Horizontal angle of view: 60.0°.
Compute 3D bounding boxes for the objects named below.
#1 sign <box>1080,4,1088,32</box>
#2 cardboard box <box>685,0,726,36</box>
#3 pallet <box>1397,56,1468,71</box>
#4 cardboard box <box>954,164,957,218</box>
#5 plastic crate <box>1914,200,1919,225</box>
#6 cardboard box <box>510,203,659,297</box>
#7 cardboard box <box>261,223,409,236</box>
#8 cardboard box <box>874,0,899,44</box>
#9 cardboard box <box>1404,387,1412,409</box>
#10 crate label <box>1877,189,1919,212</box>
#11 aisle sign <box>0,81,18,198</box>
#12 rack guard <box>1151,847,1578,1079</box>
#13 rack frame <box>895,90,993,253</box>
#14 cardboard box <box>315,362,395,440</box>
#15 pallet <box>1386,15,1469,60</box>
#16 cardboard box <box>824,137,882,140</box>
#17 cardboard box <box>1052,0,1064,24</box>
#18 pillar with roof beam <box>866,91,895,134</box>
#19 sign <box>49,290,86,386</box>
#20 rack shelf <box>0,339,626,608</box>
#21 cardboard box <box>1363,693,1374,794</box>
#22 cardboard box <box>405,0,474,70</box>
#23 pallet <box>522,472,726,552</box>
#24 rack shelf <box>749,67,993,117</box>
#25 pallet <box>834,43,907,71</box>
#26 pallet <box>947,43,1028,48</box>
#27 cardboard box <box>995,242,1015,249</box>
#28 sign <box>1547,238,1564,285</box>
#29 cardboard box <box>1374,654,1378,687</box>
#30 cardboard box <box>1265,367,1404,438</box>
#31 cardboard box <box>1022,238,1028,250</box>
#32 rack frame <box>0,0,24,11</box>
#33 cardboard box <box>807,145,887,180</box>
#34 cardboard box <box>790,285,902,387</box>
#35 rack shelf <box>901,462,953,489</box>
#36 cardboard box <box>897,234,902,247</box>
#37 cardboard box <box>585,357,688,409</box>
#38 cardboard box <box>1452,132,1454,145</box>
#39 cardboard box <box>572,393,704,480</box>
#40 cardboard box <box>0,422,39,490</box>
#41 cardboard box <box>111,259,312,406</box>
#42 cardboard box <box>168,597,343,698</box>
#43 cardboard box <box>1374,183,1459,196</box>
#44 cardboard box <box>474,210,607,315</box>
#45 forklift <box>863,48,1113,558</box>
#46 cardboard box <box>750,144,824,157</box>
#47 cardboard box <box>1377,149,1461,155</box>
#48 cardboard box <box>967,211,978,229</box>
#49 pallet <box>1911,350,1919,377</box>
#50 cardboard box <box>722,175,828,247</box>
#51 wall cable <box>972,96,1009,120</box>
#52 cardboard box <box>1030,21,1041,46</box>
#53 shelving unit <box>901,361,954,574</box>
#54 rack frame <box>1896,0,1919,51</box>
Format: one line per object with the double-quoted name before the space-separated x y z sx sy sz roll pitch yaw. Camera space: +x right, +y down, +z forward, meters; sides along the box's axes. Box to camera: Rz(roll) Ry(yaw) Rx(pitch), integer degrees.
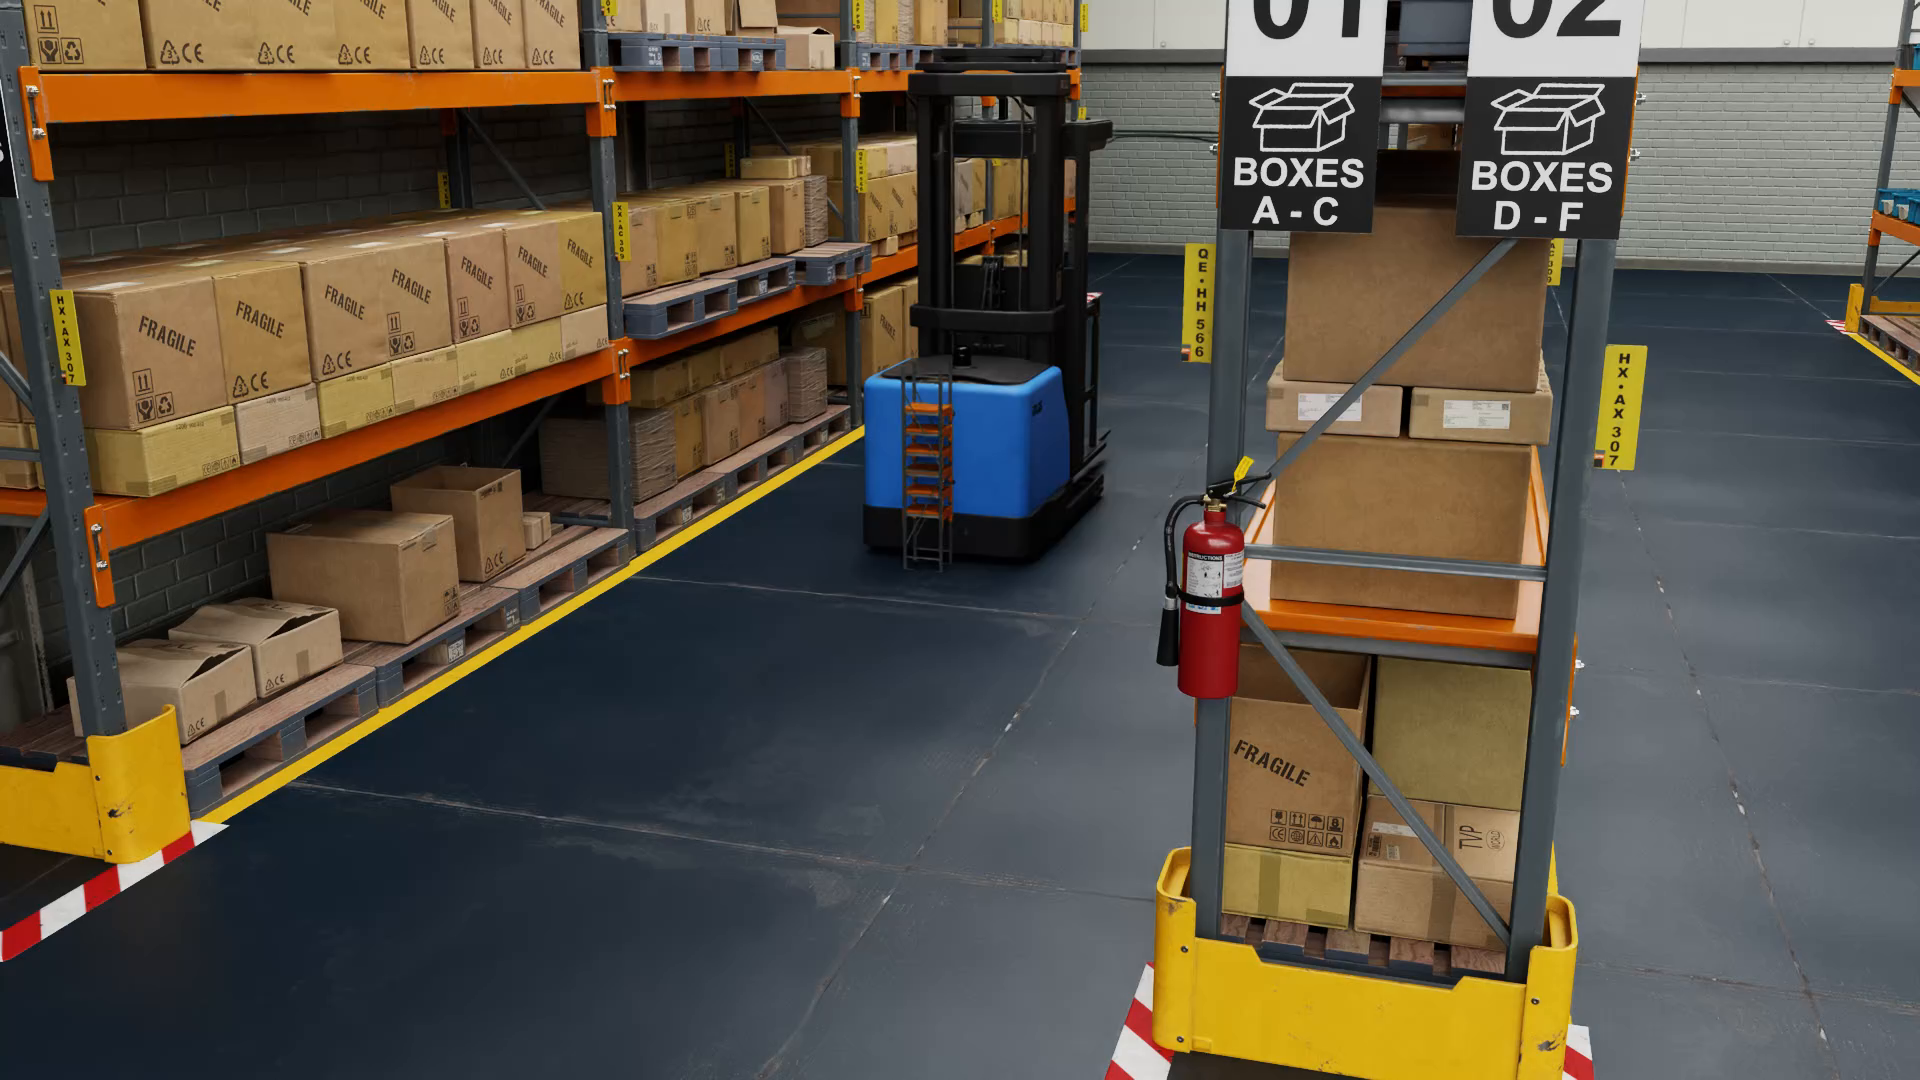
"sign" 1.493 -6.287 20.024 0.100 0.325 0.005 5 16 16
"cardboard box" -1.851 -3.515 10.775 0.500 0.500 0.500 4 16 14
"pallet" 3.031 -2.901 9.908 1.003 0.211 1.213 5 17 18
"cardboard box" -0.336 -3.251 15.529 0.500 0.500 0.500 5 16 16
"plastic crate" 9.630 -3.220 16.381 0.416 0.233 0.300 5 16 16
"cardboard box" -2.257 -1.753 10.022 0.700 0.500 0.500 5 16 16
"cardboard box" -3.065 -1.289 8.240 0.500 0.500 0.500 5 17 17
"cardboard box" -0.945 -4.530 14.315 0.700 0.500 0.500 6 17 19
"cardboard box" 1.469 -0.240 5.494 0.700 0.500 0.500 5 17 17
"crate label" 10.089 -3.643 17.873 0.416 0.233 0.303 5 16 16
"aisle sign" -3.303 -1.524 5.443 0.394 0.787 0.004 5 16 16
"rack guard" 1.173 1.276 4.914 1.175 0.500 0.348 5 16 16
"rack frame" -0.160 -3.455 17.015 1.000 3.000 0.127 5 16 16
"cardboard box" -2.843 -0.626 7.278 0.500 0.250 0.500 4 16 15
"pallet" 1.750 -1.836 5.972 1.003 0.211 1.213 5 16 16
"cardboard box" -0.973 -3.512 15.074 0.500 0.250 0.500 4 16 15
"cardboard box" 0.877 -6.141 18.934 0.500 0.500 0.500 5 17 18
"pillar with roof beam" 3.337 -6.258 15.901 9.100 9.000 0.400 5 16 16
"sign" -3.050 -0.690 5.680 0.100 0.325 0.005 5 16 16
"rack shelf" -3.002 -0.493 7.889 1.077 0.370 4.000 5 16 16
"cardboard box" 1.320 0.762 6.415 0.500 0.250 0.500 5 16 16
"cardboard box" -2.618 -2.433 7.692 0.500 0.500 0.500 4 16 14
"pallet" -2.214 -0.225 10.735 1.003 0.211 1.213 5 16 16
"rack shelf" -0.729 -4.029 14.859 1.077 0.370 4.000 5 16 16
"pallet" -1.165 -3.934 13.550 1.213 0.211 1.003 5 17 18
"pallet" 0.082 -5.069 17.369 1.003 0.211 1.213 5 16 16
"cardboard box" 0.431 -3.406 19.464 0.380 0.149 0.250 5 17 17
"sign" 2.849 -1.391 8.006 0.100 0.325 0.005 5 16 16
"cardboard box" 1.460 0.270 6.774 0.500 0.500 0.500 5 16 16
"cardboard box" 1.106 -0.408 4.898 0.380 0.149 0.250 4 16 15
"cardboard box" 0.940 -3.508 19.822 0.380 0.149 0.250 5 17 17
"rack frame" -3.571 -3.202 5.128 1.000 3.000 0.127 5 16 16
"cardboard box" -0.913 -3.077 13.541 0.500 0.250 0.500 5 17 17
"cardboard box" -0.962 -1.759 14.204 0.750 0.750 0.750 4 16 15
"rack shelf" -0.188 -0.373 9.609 0.258 0.103 0.180 5 17 17
"cardboard box" -0.726 -2.638 14.557 0.380 0.149 0.250 5 17 17
"cardboard box" -2.119 -1.042 10.905 0.500 0.250 0.500 4 16 15
"cardboard box" 4.629 -3.888 16.524 0.500 0.500 0.500 4 16 15
"cardboard box" -2.142 -0.704 11.091 0.700 0.500 0.500 4 16 15
"cardboard box" -3.624 -0.391 6.448 0.500 0.250 0.500 5 17 17
"cardboard box" -2.997 -0.844 6.673 0.500 0.500 0.500 5 16 16
"cardboard box" -3.126 0.443 7.392 0.500 0.311 0.500 6 17 20
"cardboard box" 1.484 -0.878 5.367 0.700 0.500 0.500 4 16 14
"cardboard box" -2.272 -1.513 9.031 0.500 0.500 0.500 5 16 16
"forklift" 0.347 -1.665 10.828 1.130 2.935 3.031 5 17 17
"cardboard box" -1.417 -3.109 13.655 0.500 0.250 0.500 5 17 17
"cardboard box" 2.197 -1.535 7.683 0.700 0.500 0.500 5 17 16
"cardboard box" -0.034 -3.166 16.418 0.380 0.149 0.250 5 17 17
"pallet" 9.510 -1.541 15.376 1.003 0.211 1.213 5 16 16
"cardboard box" -1.421 -2.545 12.815 0.700 0.500 0.500 3 16 9
"wall cable" 0.433 -5.399 22.005 0.084 1.984 1.851 5 16 16
"cardboard box" 0.586 -5.504 18.062 0.500 0.250 0.500 4 16 14
"shelving unit" -0.188 -0.416 9.597 0.258 1.200 0.189 5 17 17
"rack frame" 10.475 -6.620 17.177 1.000 3.000 0.127 5 16 16
